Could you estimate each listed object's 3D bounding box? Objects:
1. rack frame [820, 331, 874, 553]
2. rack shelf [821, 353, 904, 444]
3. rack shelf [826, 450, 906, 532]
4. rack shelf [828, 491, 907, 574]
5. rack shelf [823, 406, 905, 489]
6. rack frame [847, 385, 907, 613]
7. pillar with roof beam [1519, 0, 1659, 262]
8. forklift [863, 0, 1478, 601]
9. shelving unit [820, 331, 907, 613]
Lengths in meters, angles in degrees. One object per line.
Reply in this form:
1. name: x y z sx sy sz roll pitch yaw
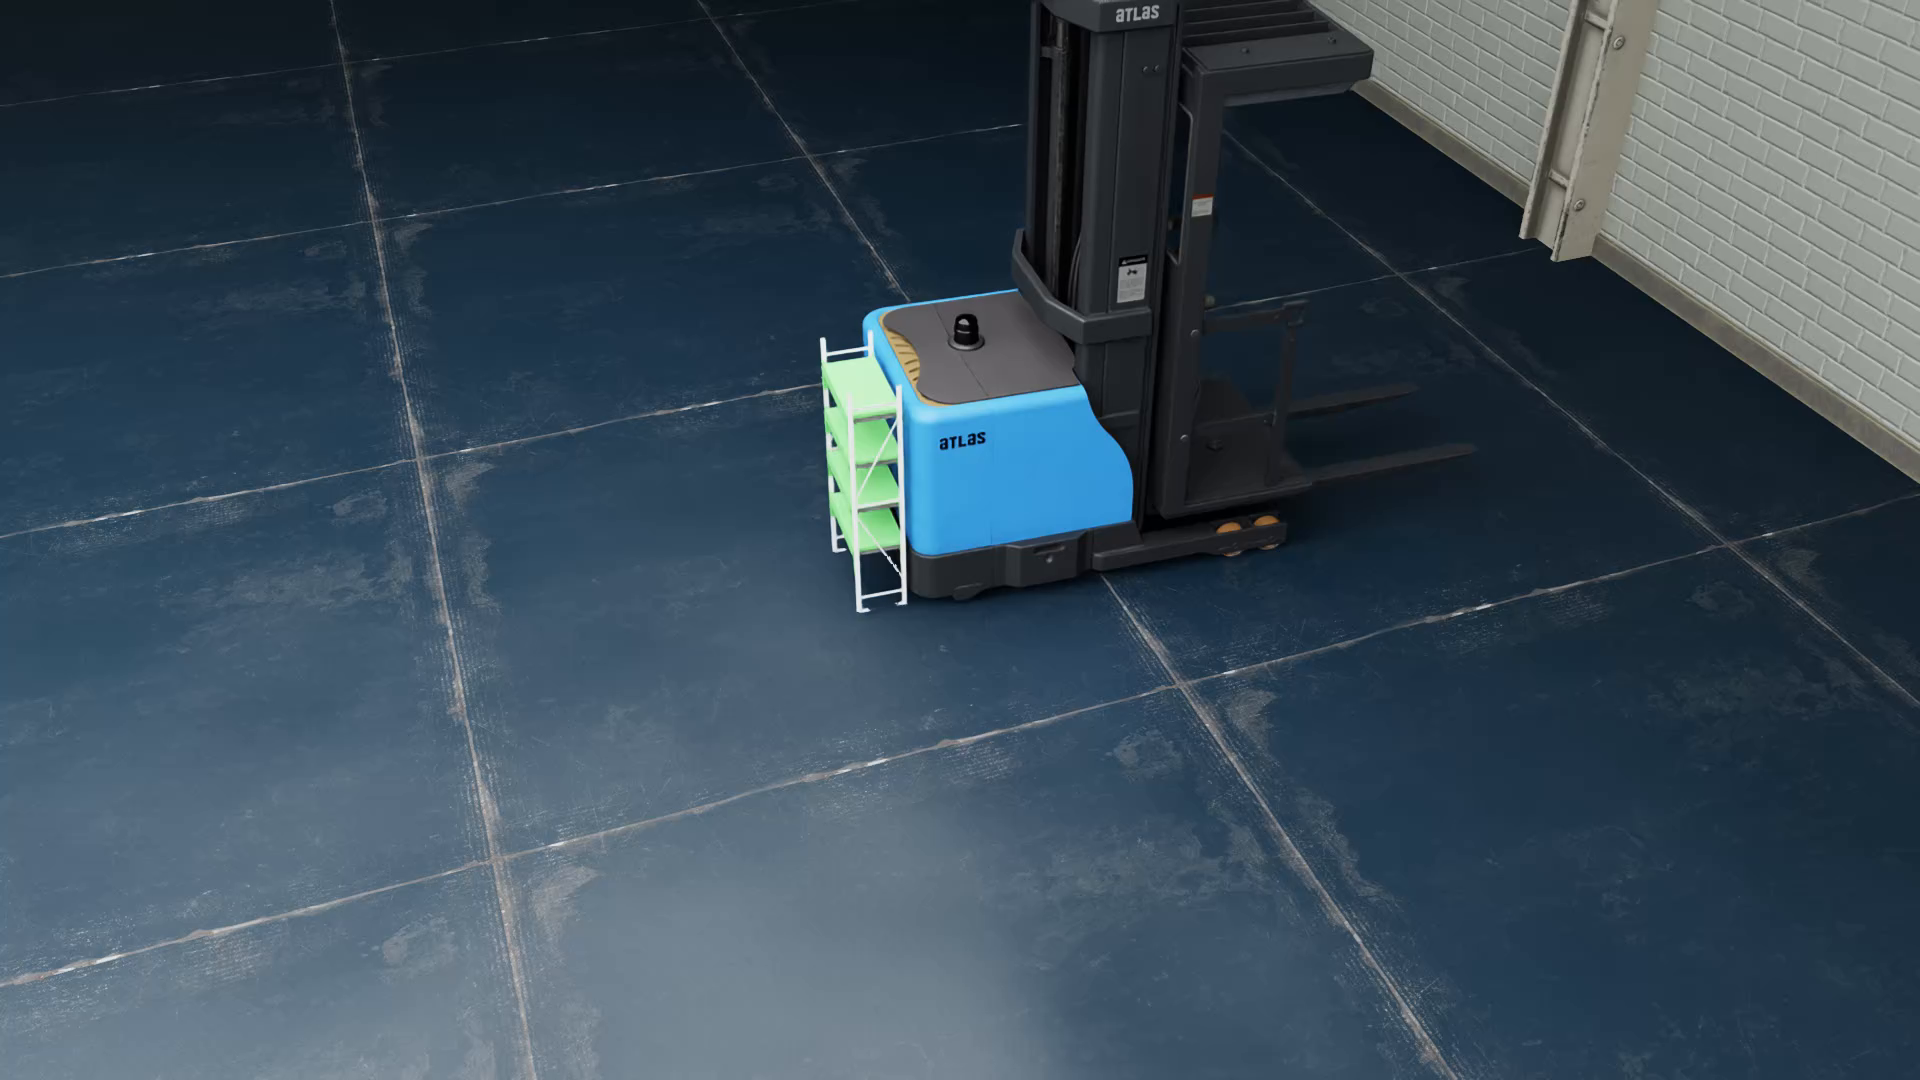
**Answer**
1. rack frame: -0.509 -0.442 7.839 0.240 1.200 0.015 -10 38 -14
2. rack shelf: -0.438 -0.634 7.403 0.258 0.148 0.480 -10 38 -14
3. rack shelf: -0.438 -0.251 7.692 0.258 0.148 0.480 -10 38 -14
4. rack shelf: -0.438 -0.059 7.836 0.258 0.148 0.480 -10 38 -14
5. rack shelf: -0.438 -0.442 7.547 0.258 0.148 0.480 -10 38 -14
6. rack frame: -0.366 -0.161 7.467 0.240 1.200 0.015 -10 38 -14
7. pillar with roof beam: -0.171 -4.618 6.902 9.100 9.000 0.400 -12 39 -16
8. forklift: 1.099 -1.385 7.653 3.031 2.935 1.130 -10 38 -13
9. shelving unit: -0.438 -0.302 7.653 0.258 1.200 0.503 -10 38 -14
